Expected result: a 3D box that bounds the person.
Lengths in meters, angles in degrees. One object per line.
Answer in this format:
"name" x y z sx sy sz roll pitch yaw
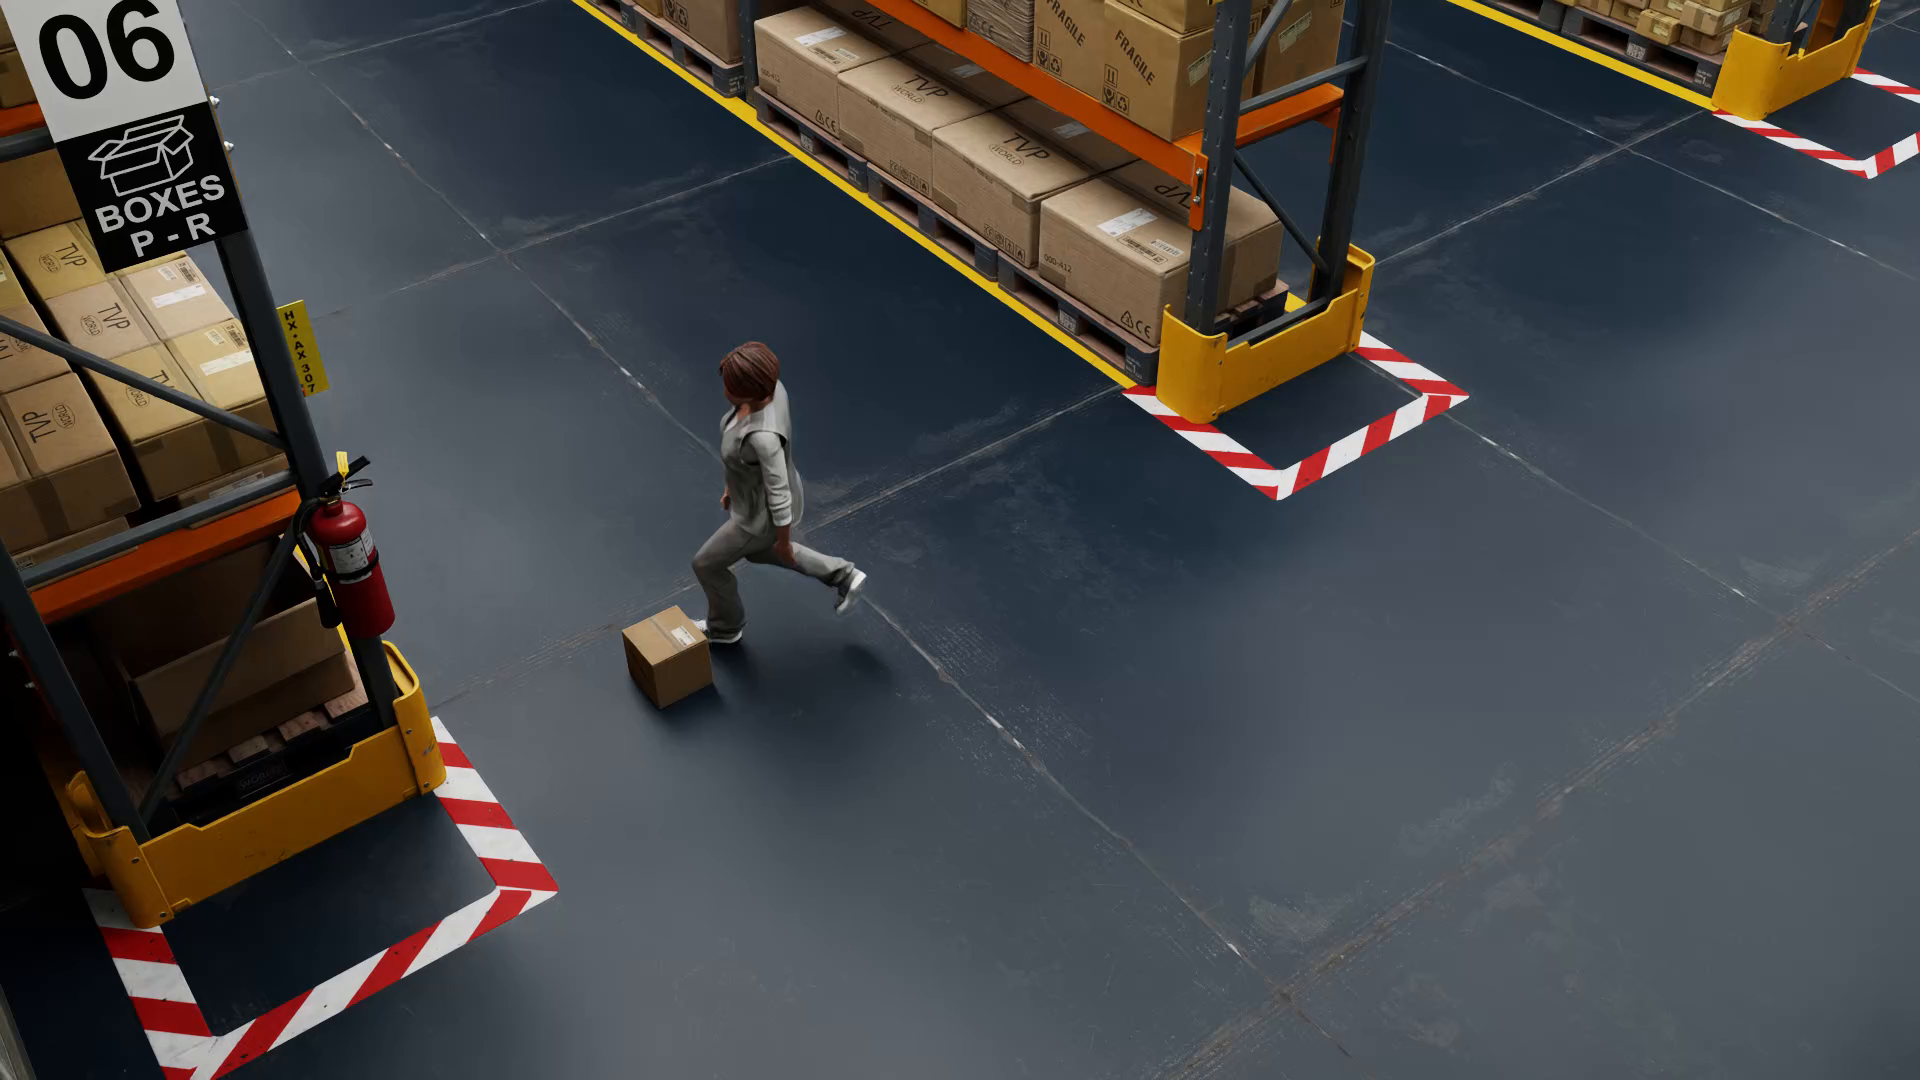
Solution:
"person" -0.772 -0.138 6.382 0.799 1.512 0.422 -1 41 -1
